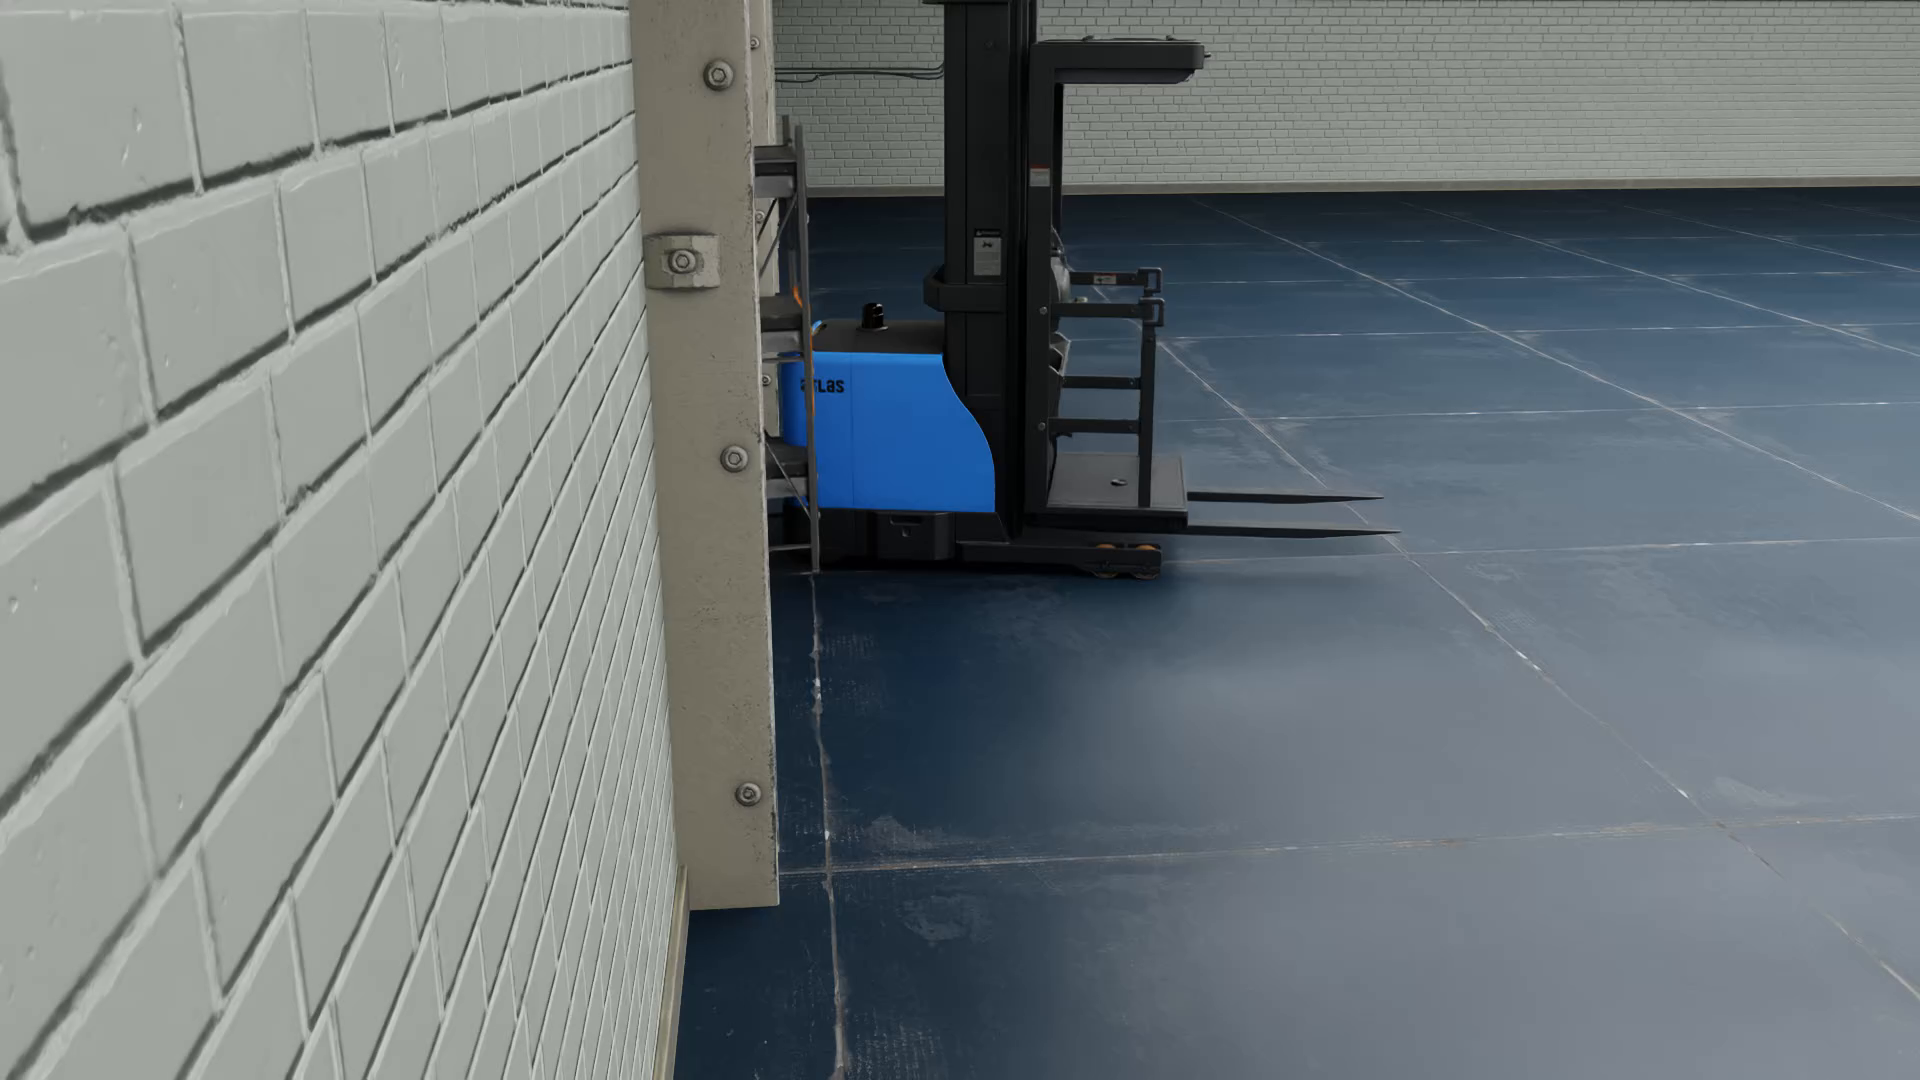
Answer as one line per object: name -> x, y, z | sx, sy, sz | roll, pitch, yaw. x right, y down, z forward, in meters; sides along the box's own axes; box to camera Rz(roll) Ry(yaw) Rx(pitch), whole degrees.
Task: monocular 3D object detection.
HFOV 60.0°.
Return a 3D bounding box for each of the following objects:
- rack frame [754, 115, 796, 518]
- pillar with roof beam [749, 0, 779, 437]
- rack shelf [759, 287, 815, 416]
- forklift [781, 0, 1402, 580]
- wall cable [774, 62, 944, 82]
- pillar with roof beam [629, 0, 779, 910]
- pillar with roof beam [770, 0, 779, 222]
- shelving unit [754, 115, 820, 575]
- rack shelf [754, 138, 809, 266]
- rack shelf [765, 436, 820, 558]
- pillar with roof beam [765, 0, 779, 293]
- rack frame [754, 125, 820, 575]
rack frame -> -0.983, -0.972, 8.052 | 0.400, 2.100, 0.015 | -5, 20, -12
pillar with roof beam -> 2.934, -5.147, 10.047 | 9.100, 9.000, 0.400 | -2, 18, -6
rack shelf -> -0.931, -0.881, 7.832 | 0.431, 0.518, 0.480 | -5, 20, -12
forklift -> 0.672, -1.372, 8.155 | 3.031, 2.935, 1.130 | 2, 18, 6
wall cable -> -1.575, -8.026, 24.402 | 3.097, 2.526, 0.112 | -2, 18, -6
pillar with roof beam -> 3.552, -3.359, 4.353 | 9.100, 9.000, 0.400 | -2, 18, -6
pillar with roof beam -> 1.696, -8.722, 21.435 | 9.100, 9.000, 0.400 | -2, 18, -6
shelving unit -> -0.931, -0.894, 7.827 | 0.431, 2.100, 0.503 | -5, 20, -12
rack shelf -> -0.936, -1.541, 7.599 | 0.431, 0.518, 0.480 | -5, 20, -12
rack shelf -> -0.926, -0.220, 8.064 | 0.431, 0.518, 0.480 | -5, 20, -12
pillar with roof beam -> 2.315, -6.934, 15.741 | 9.100, 9.000, 0.400 | -2, 18, -6
rack frame -> -0.878, -0.815, 7.602 | 0.400, 2.100, 0.015 | -5, 20, -12
